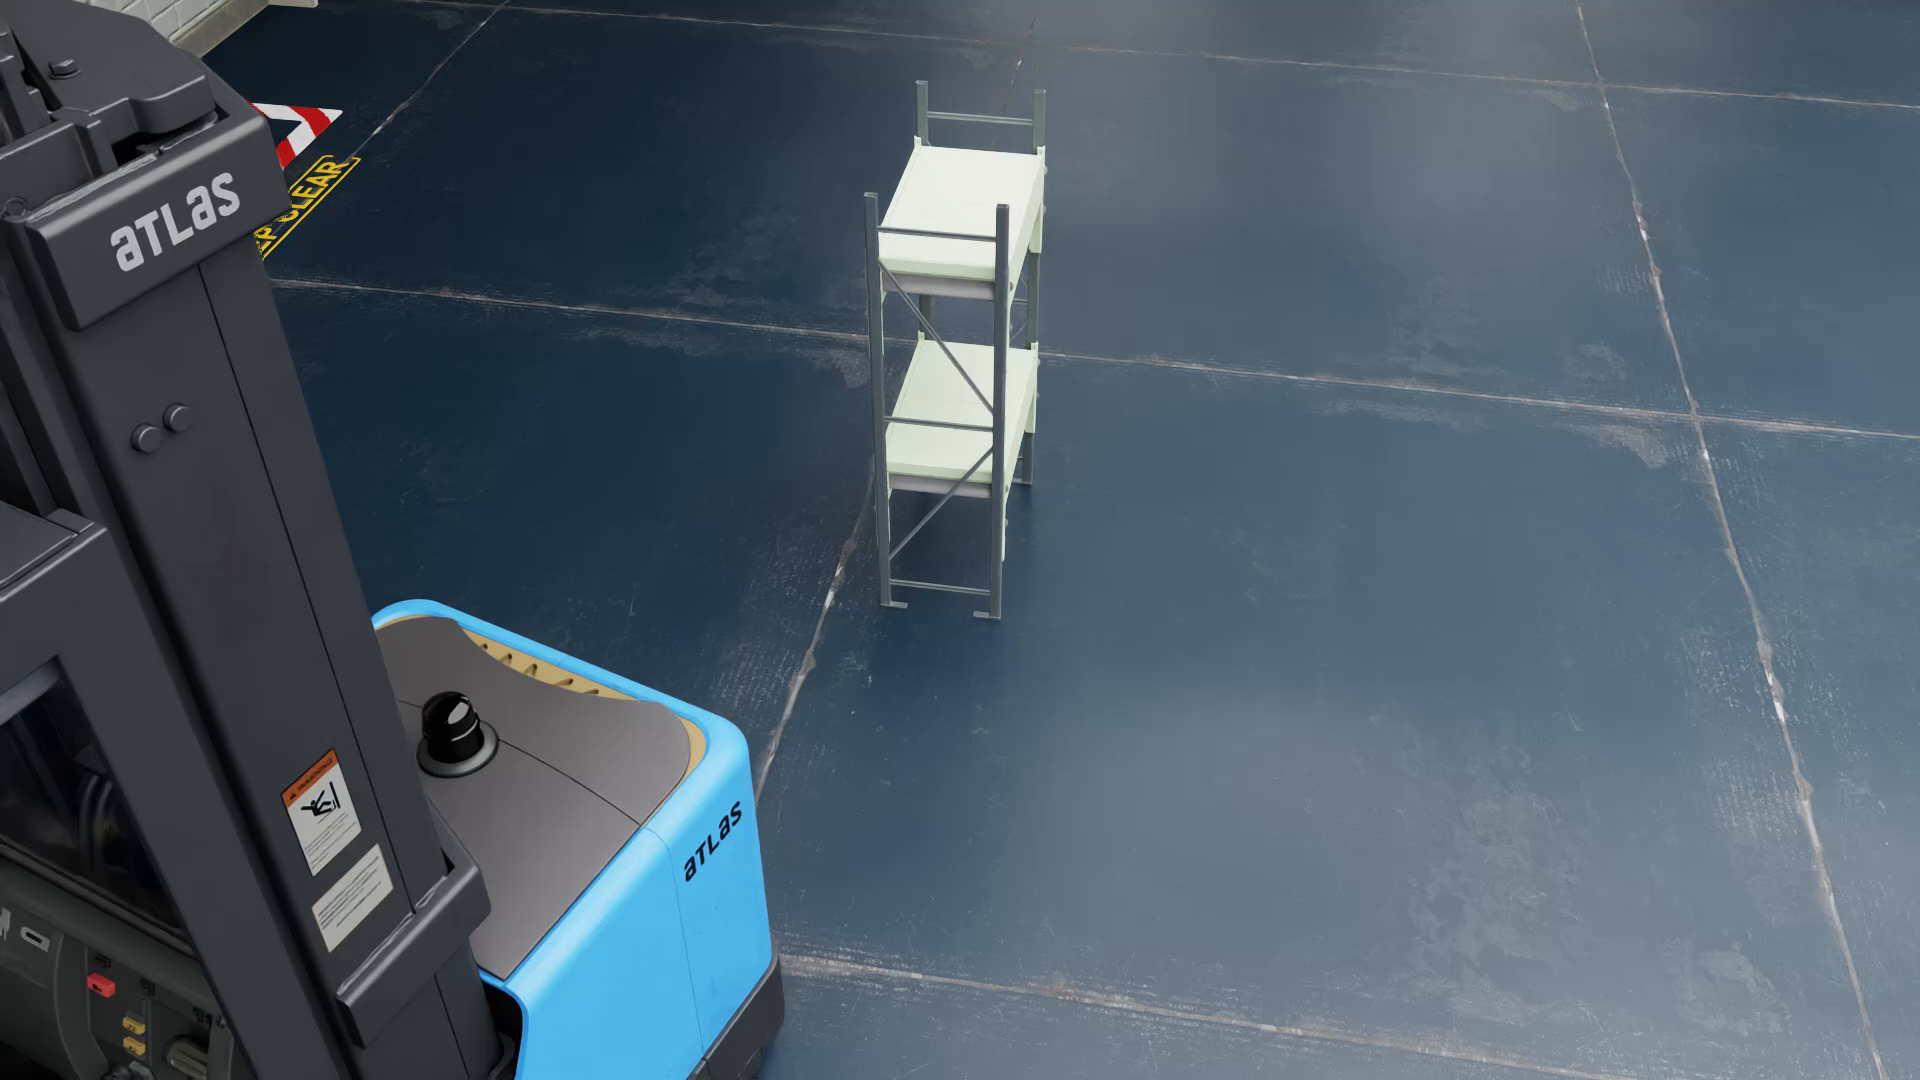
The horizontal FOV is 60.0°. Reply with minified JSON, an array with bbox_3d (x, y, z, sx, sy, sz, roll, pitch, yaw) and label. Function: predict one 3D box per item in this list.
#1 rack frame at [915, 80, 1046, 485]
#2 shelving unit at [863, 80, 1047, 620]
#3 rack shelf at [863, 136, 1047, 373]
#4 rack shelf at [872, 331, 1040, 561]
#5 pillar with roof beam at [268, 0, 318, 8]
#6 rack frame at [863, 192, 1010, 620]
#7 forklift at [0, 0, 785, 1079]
[{"bbox_3d":[0.062,-0.804,5.545,0.400,1.500,0.023,6,40,8],"label":"rack frame"},{"bbox_3d":[-0.001,-0.574,5.267,0.431,1.500,0.755,6,40,8],"label":"shelving unit"},{"bbox_3d":[-0.001,-0.875,5.018,0.431,0.370,0.720,6,40,8],"label":"rack shelf"},{"bbox_3d":[-0.001,-0.323,5.475,0.431,0.370,0.720,6,40,8],"label":"rack shelf"},{"bbox_3d":[0.477,-6.140,6.114,9.100,9.000,0.400,6,40,8],"label":"pillar with roof beam"},{"bbox_3d":[-0.064,-0.344,4.989,0.400,1.500,0.023,6,40,8],"label":"rack frame"},{"bbox_3d":[-1.576,0.788,2.497,1.130,2.935,3.031,19,43,21],"label":"forklift"}]
